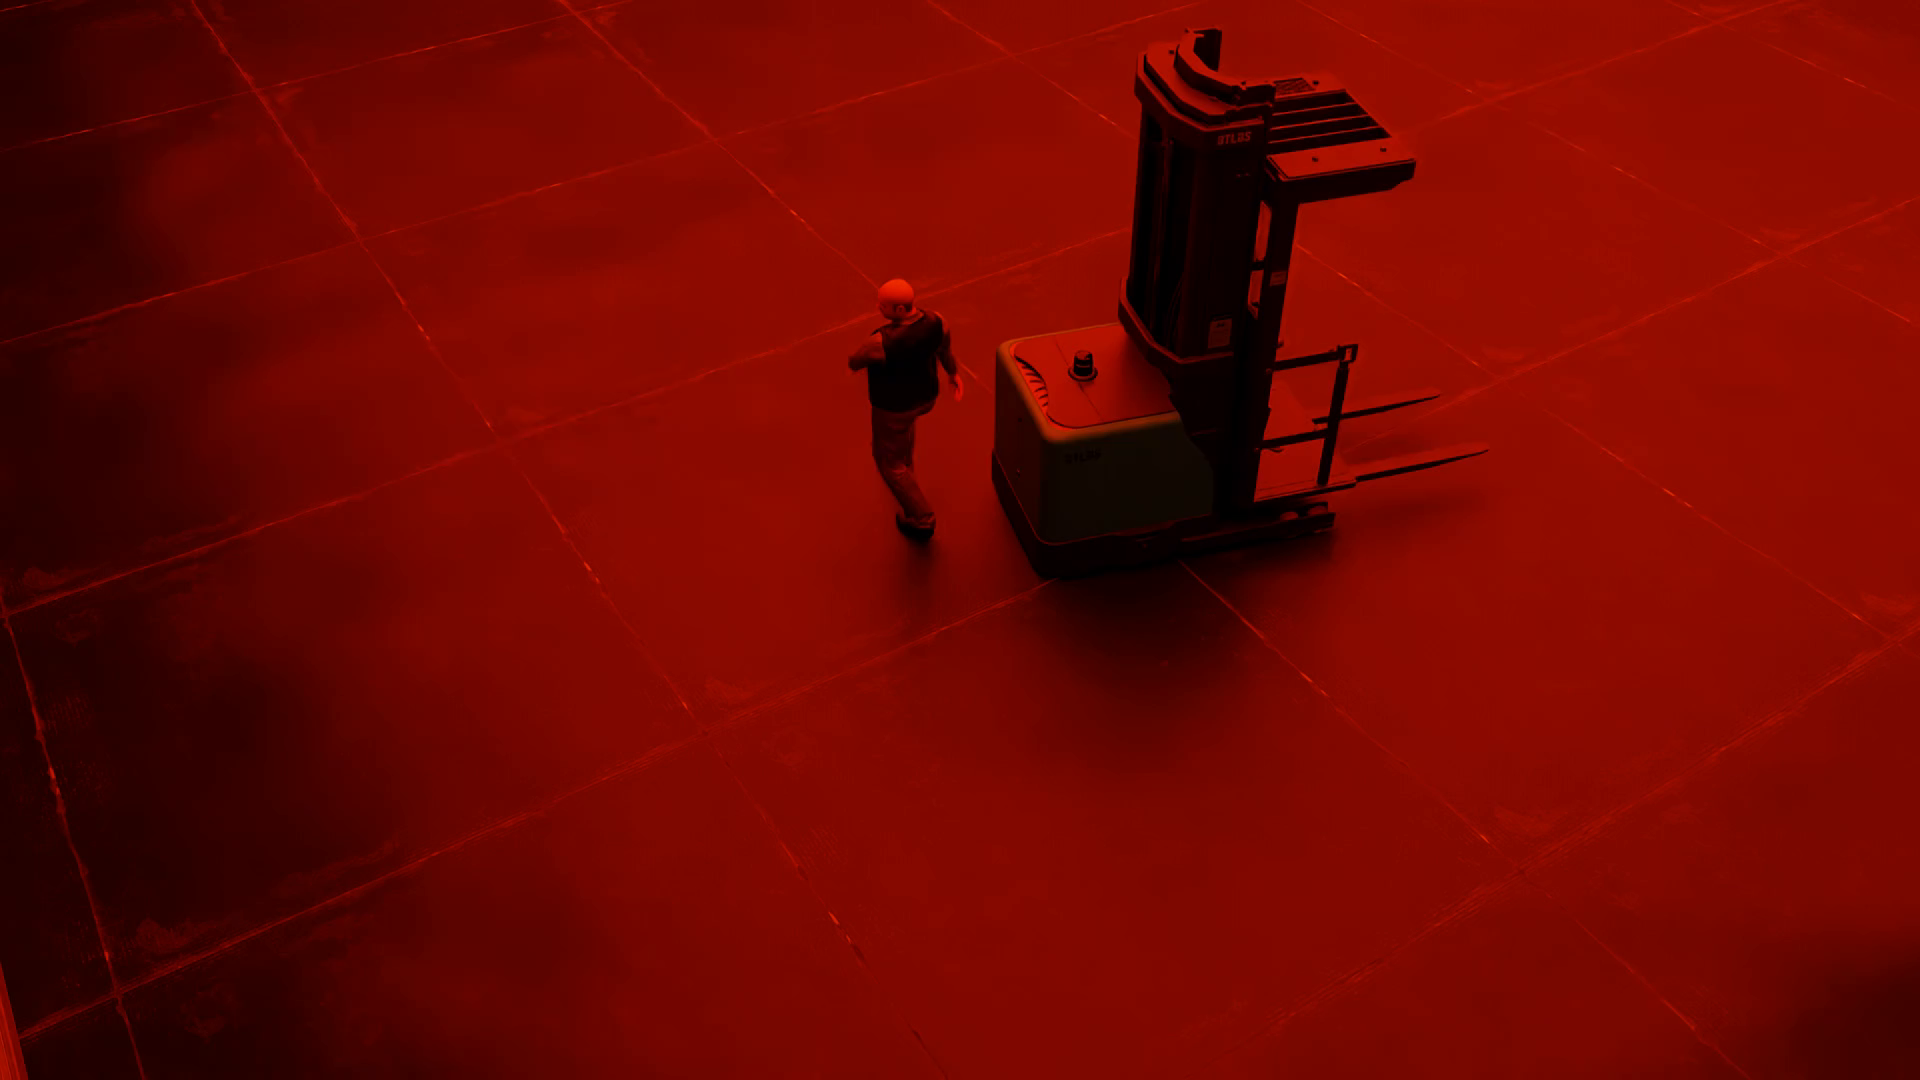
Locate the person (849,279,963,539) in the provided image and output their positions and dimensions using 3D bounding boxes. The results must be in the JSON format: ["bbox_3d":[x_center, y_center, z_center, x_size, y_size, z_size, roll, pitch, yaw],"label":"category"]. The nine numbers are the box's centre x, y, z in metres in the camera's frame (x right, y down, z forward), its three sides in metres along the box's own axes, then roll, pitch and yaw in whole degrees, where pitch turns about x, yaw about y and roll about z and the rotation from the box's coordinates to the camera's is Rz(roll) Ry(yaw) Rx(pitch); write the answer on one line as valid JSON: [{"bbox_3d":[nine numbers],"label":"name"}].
[{"bbox_3d":[-0.314,-0.887,9.859,0.838,1.658,0.675,33,51,32],"label":"person"}]

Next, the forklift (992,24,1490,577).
[{"bbox_3d":[1.773,-1.437,9.515,3.031,2.935,1.130,-11,42,-12],"label":"forklift"}]
